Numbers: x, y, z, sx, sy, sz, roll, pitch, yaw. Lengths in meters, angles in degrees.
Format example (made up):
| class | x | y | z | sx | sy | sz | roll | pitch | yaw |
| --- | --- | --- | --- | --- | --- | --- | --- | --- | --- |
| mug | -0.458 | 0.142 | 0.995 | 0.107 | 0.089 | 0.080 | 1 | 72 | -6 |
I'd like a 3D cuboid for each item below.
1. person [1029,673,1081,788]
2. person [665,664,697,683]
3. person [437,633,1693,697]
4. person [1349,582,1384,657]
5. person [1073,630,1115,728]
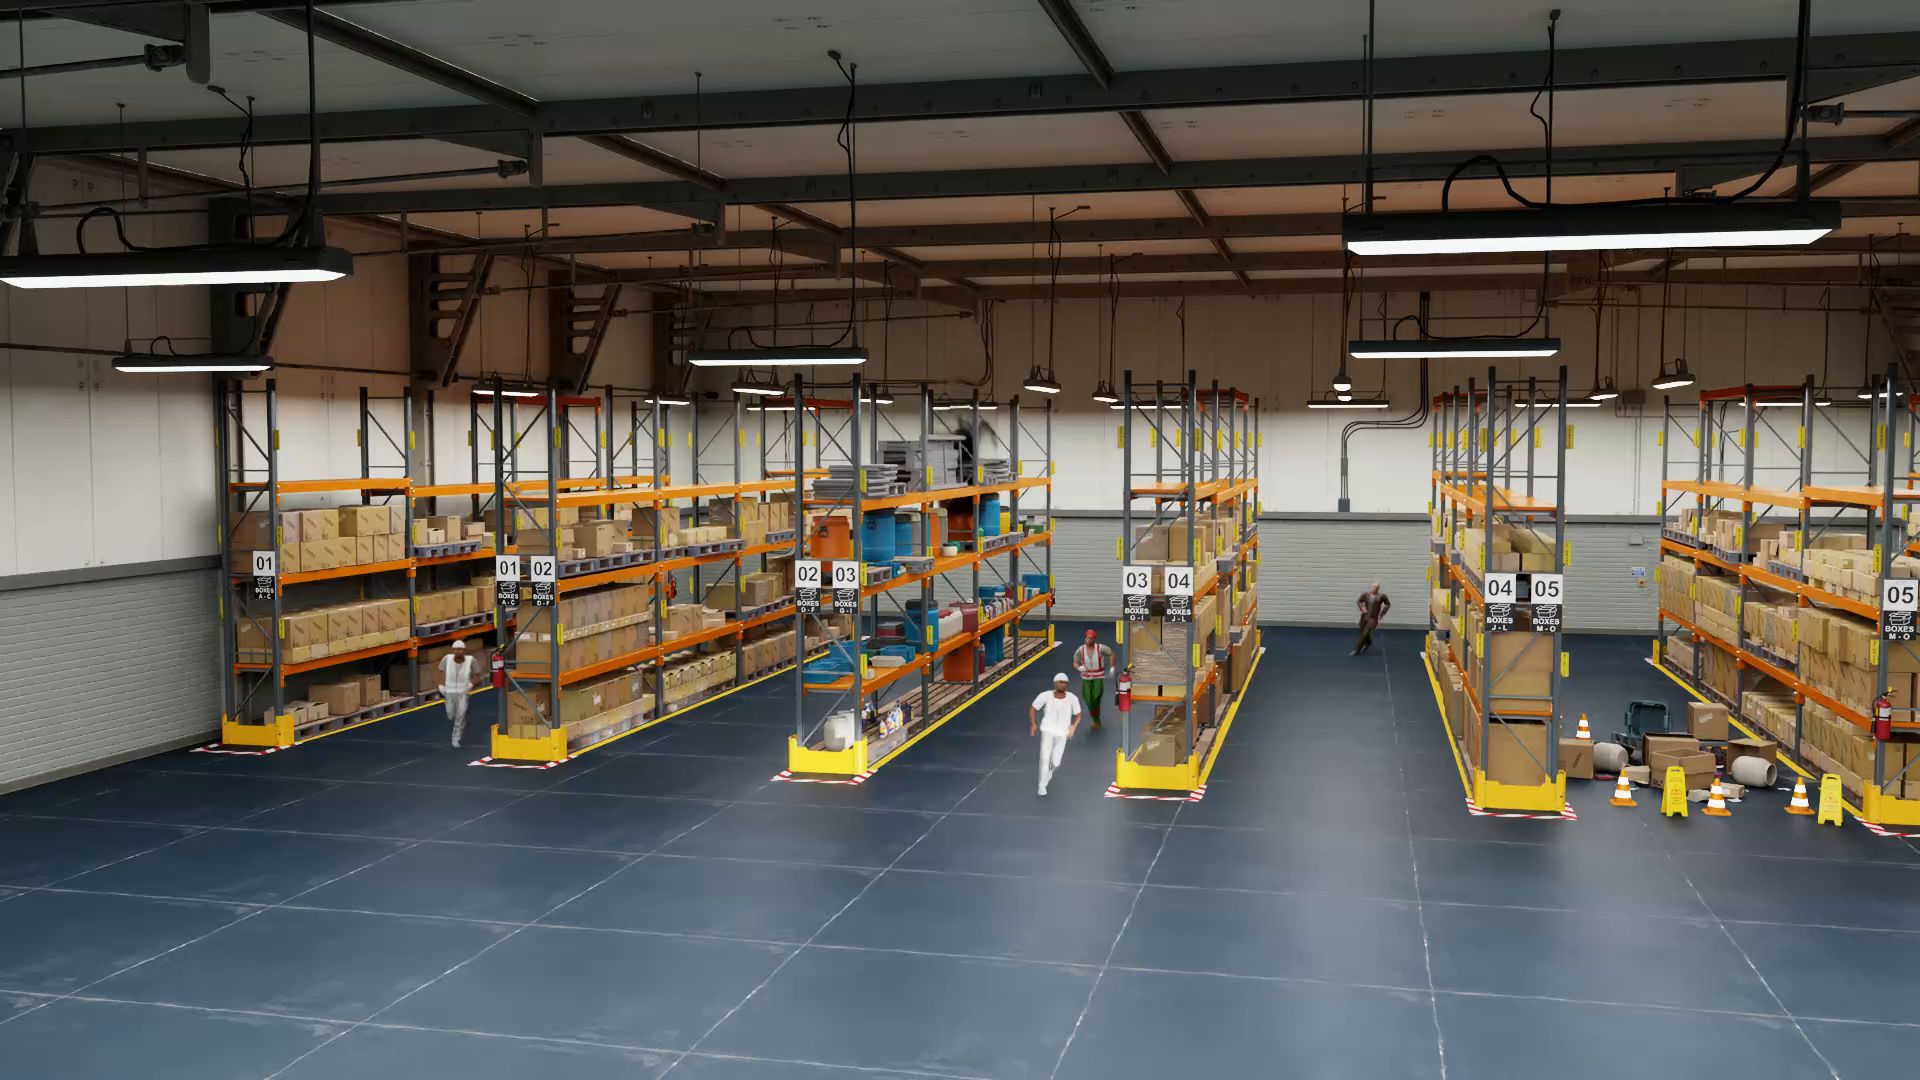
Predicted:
| class | x | y | z | sx | sy | sz | roll | pitch | yaw |
| --- | --- | --- | --- | --- | --- | --- | --- | --- | --- |
| person | 1.355 | 2.696 | 23.675 | 0.745 | 1.627 | 0.607 | 0 | 3 | 0 |
| person | 4.194 | 2.502 | 23.769 | 15.384 | 1.242 | 20.150 | -1 | 4 | -14 |
| person | 5.578 | 2.009 | 35.639 | 30.119 | 1.728 | 13.703 | 0 | 3 | -7 |
| person | 9.531 | 1.823 | 38.553 | 0.757 | 1.709 | 1.079 | 3 | 4 | 37 |
| person | 2.300 | 2.414 | 28.700 | 0.709 | 1.725 | 0.651 | 1 | 4 | 12 |
